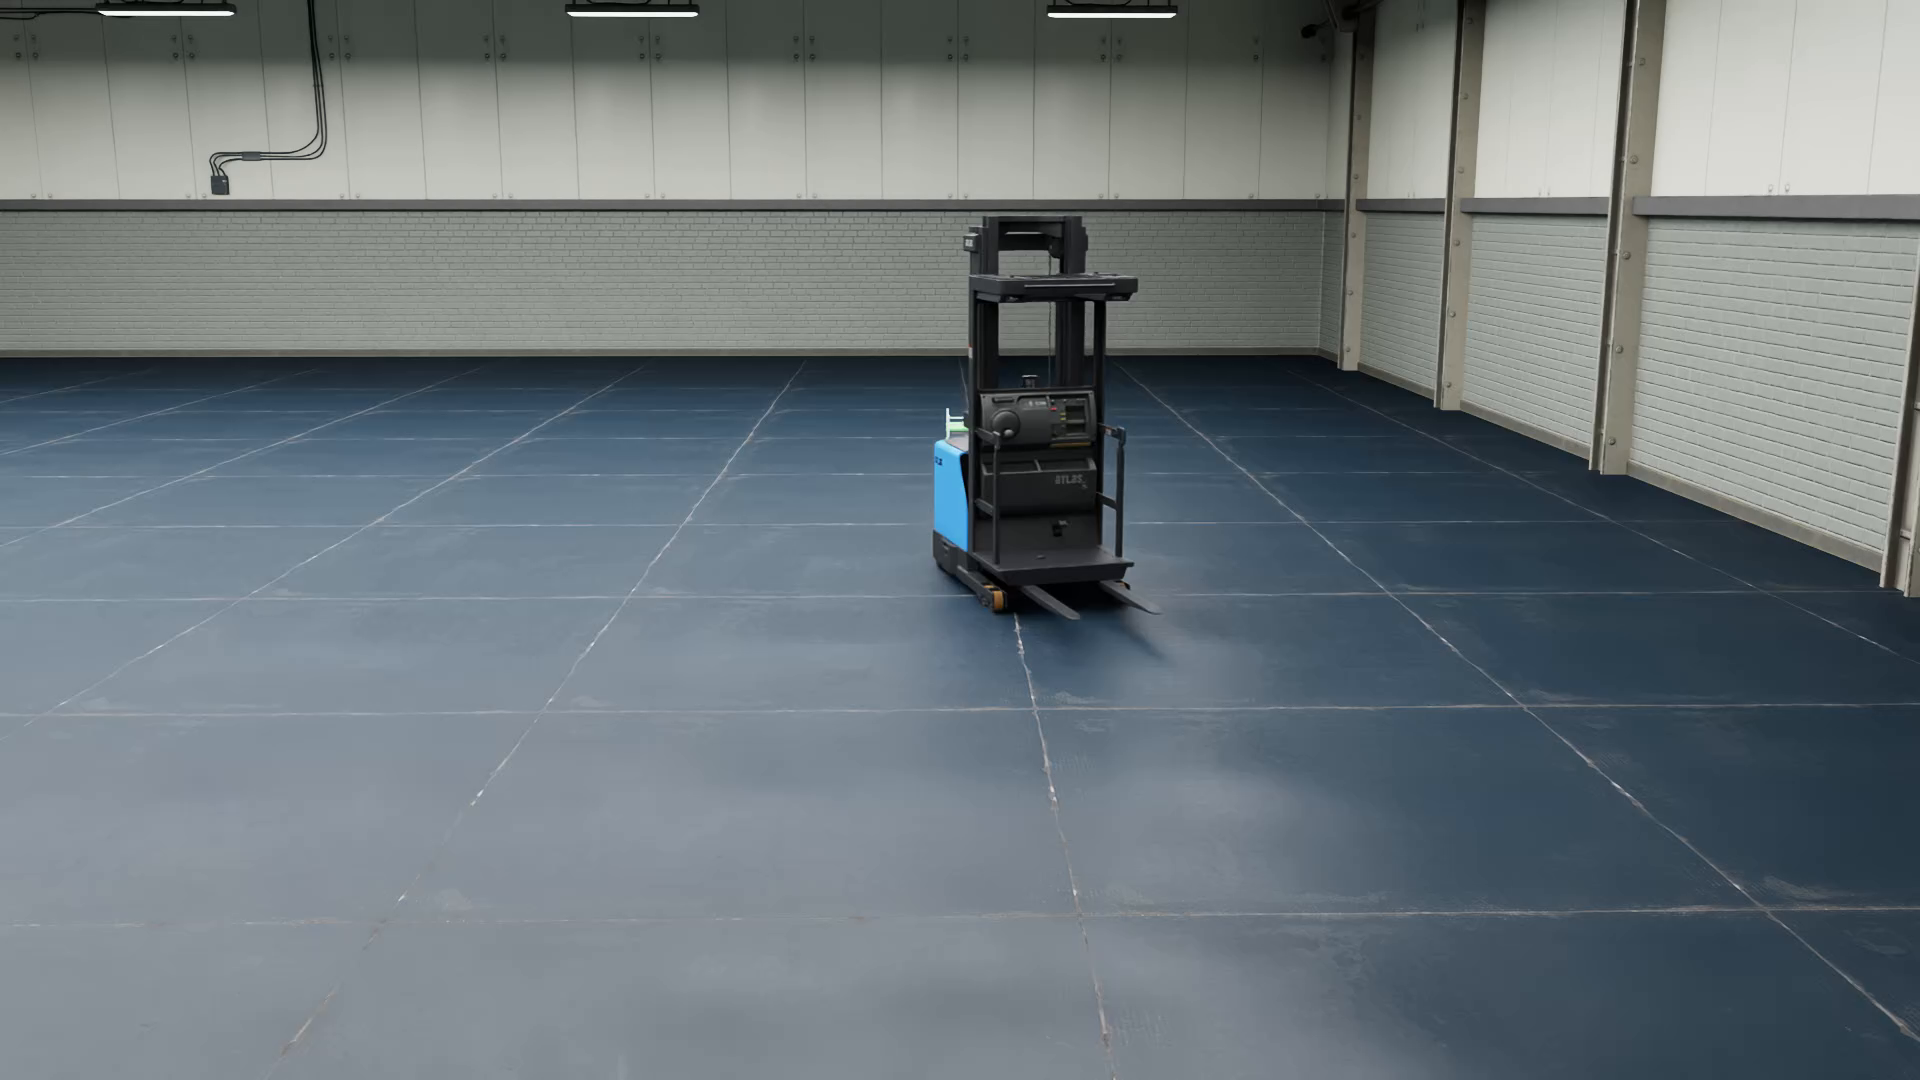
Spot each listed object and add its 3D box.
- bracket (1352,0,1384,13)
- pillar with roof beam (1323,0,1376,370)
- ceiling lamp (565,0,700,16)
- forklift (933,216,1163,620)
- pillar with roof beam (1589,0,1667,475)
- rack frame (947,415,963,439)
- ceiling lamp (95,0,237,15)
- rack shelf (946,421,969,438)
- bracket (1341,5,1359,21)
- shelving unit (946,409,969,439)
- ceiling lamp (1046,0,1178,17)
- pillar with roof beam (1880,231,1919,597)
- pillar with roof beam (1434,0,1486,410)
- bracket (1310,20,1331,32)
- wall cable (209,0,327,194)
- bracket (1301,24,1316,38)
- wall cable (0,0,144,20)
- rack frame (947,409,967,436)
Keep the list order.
[{"bbox_3d":[6.915,-8.748,26.684,0.076,0.066,4.783,0,11,-1],"label":"bracket"},{"bbox_3d":[2.904,-7.562,29.893,9.100,9.000,0.548,0,11,-1],"label":"pillar with roof beam"},{"bbox_3d":[-5.010,-9.622,25.364,2.000,3.185,0.800,0,11,-1],"label":"ceiling lamp"},{"bbox_3d":[0.672,-0.979,12.704,1.130,2.935,3.031,-3,12,-16],"label":"forklift"},{"bbox_3d":[3.152,-5.177,18.135,9.100,9.000,0.400,0,11,-1],"label":"pillar with roof beam"},{"bbox_3d":[0.008,-0.507,14.729,0.240,1.200,0.015,0,11,-1],"label":"rack frame"},{"bbox_3d":[-12.068,-9.593,25.221,2.000,3.185,0.800,0,11,-1],"label":"ceiling lamp"},{"bbox_3d":[0.003,-0.963,14.886,0.258,0.148,0.480,0,11,-1],"label":"rack shelf"},{"bbox_3d":[6.862,-9.260,29.208,0.235,0.232,0.430,0,11,-1],"label":"bracket"},{"bbox_3d":[0.003,-0.555,14.969,0.258,1.200,0.503,0,11,-1],"label":"shelving unit"},{"bbox_3d":[2.329,-9.652,25.513,2.000,3.185,0.800,0,11,-1],"label":"ceiling lamp"},{"bbox_3d":[3.276,-3.984,12.256,9.100,9.000,0.400,0,11,-1],"label":"pillar with roof beam"},{"bbox_3d":[3.028,-6.370,24.014,9.100,9.000,0.400,0,11,-1],"label":"pillar with roof beam"},{"bbox_3d":[6.808,-9.779,31.765,0.076,0.066,3.189,0,11,-1],"label":"bracket"},{"bbox_3d":[-13.532,-9.744,32.094,2.305,6.003,0.169,0,11,-1],"label":"wall cable"},{"bbox_3d":[6.796,-9.896,32.343,0.235,0.232,0.430,0,11,-1],"label":"bracket"},{"bbox_3d":[-17.225,-11.248,31.727,3.097,2.526,0.112,0,11,-1],"label":"wall cable"},{"bbox_3d":[-0.002,-0.604,15.208,0.240,1.200,0.015,0,11,-1],"label":"rack frame"}]
